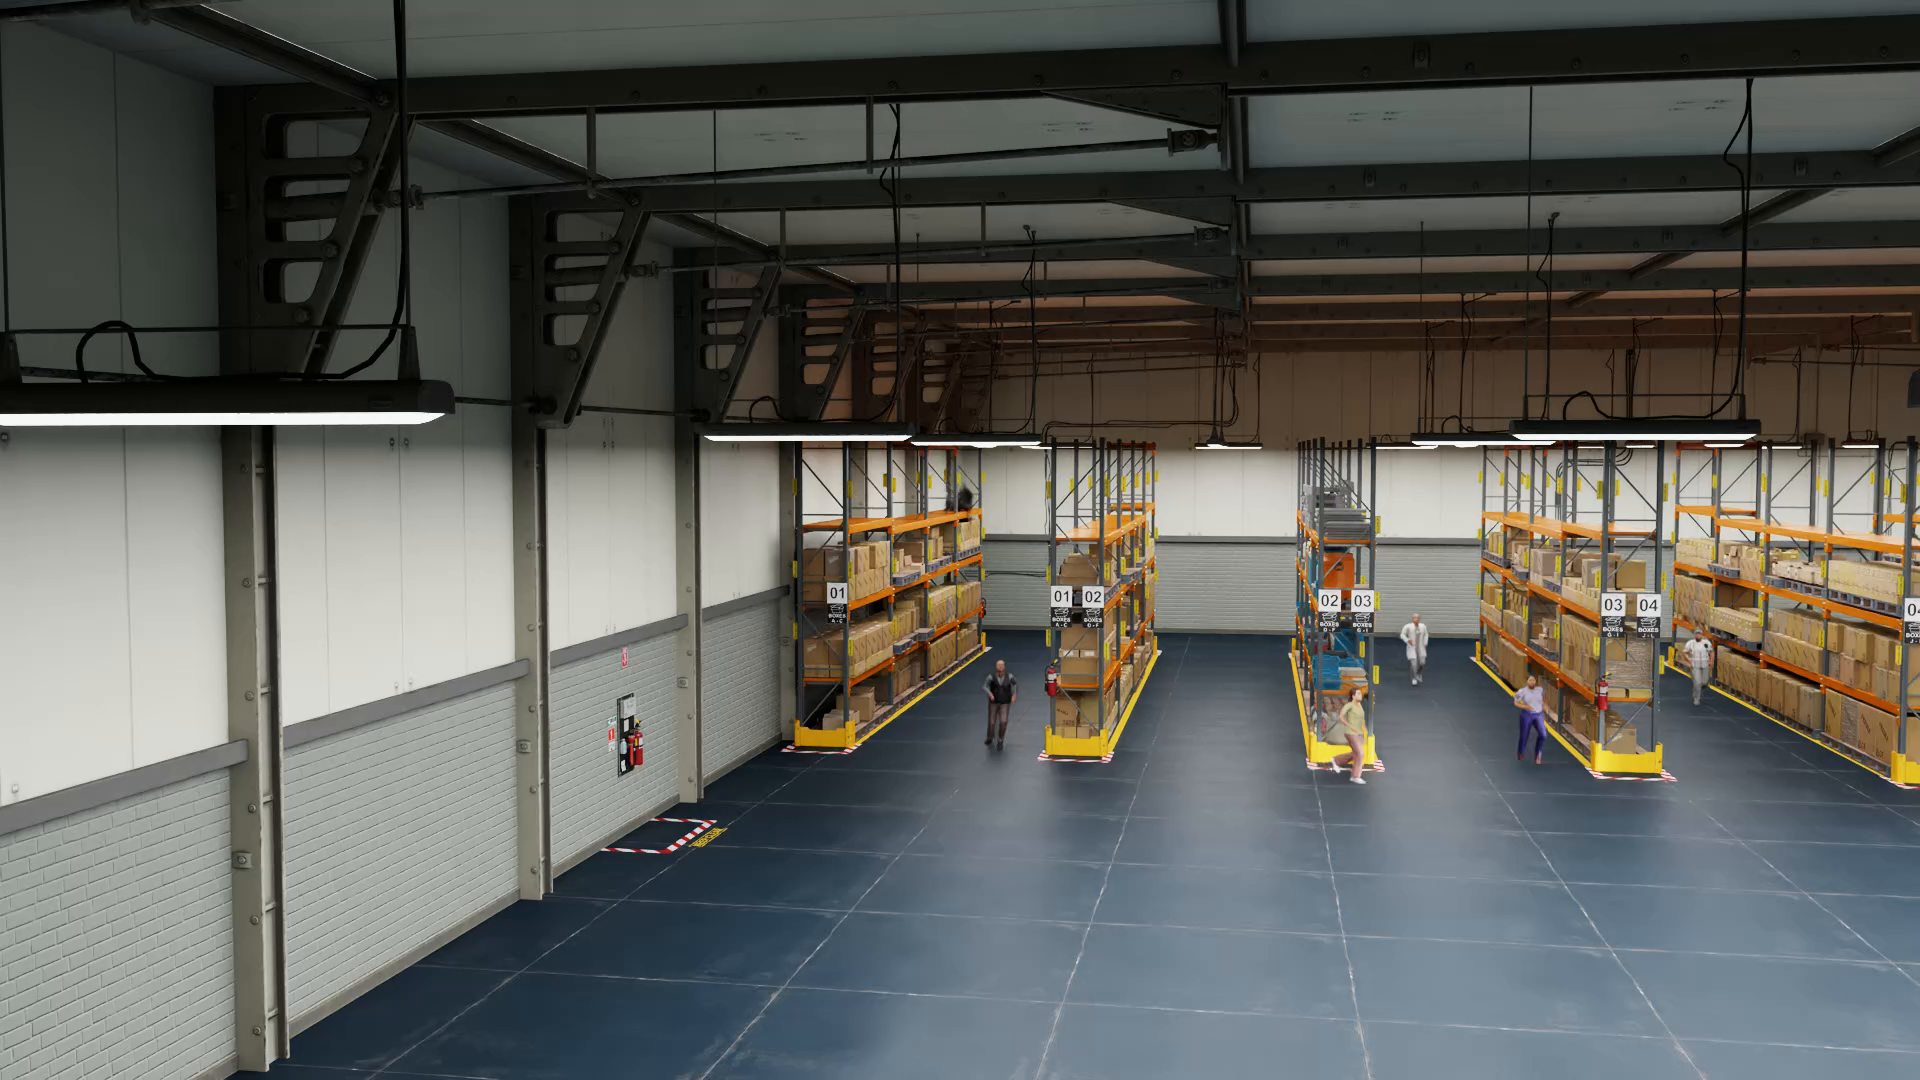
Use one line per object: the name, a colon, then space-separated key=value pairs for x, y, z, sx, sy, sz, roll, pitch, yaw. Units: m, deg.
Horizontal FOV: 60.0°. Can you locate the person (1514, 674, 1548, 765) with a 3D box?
person: x=10.474 y=3.280 z=30.506 sx=0.656 sy=1.655 sz=0.720 roll=0 pitch=3 yaw=4

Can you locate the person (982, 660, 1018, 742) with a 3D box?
person: x=0.773 y=3.110 z=32.062 sx=0.694 sy=1.589 sz=0.717 roll=0 pitch=3 yaw=3

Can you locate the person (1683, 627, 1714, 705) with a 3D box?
person: x=16.799 y=2.859 z=37.844 sx=0.634 sy=1.751 sz=0.528 roll=1 pitch=3 yaw=13

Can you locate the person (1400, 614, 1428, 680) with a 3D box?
person: x=11.218 y=2.653 z=40.934 sx=0.724 sy=1.669 sz=0.586 roll=0 pitch=3 yaw=0

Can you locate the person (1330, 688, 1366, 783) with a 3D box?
person: x=6.814 y=3.387 z=29.041 sx=0.723 sy=1.653 sz=0.616 roll=3 pitch=4 yaw=44
